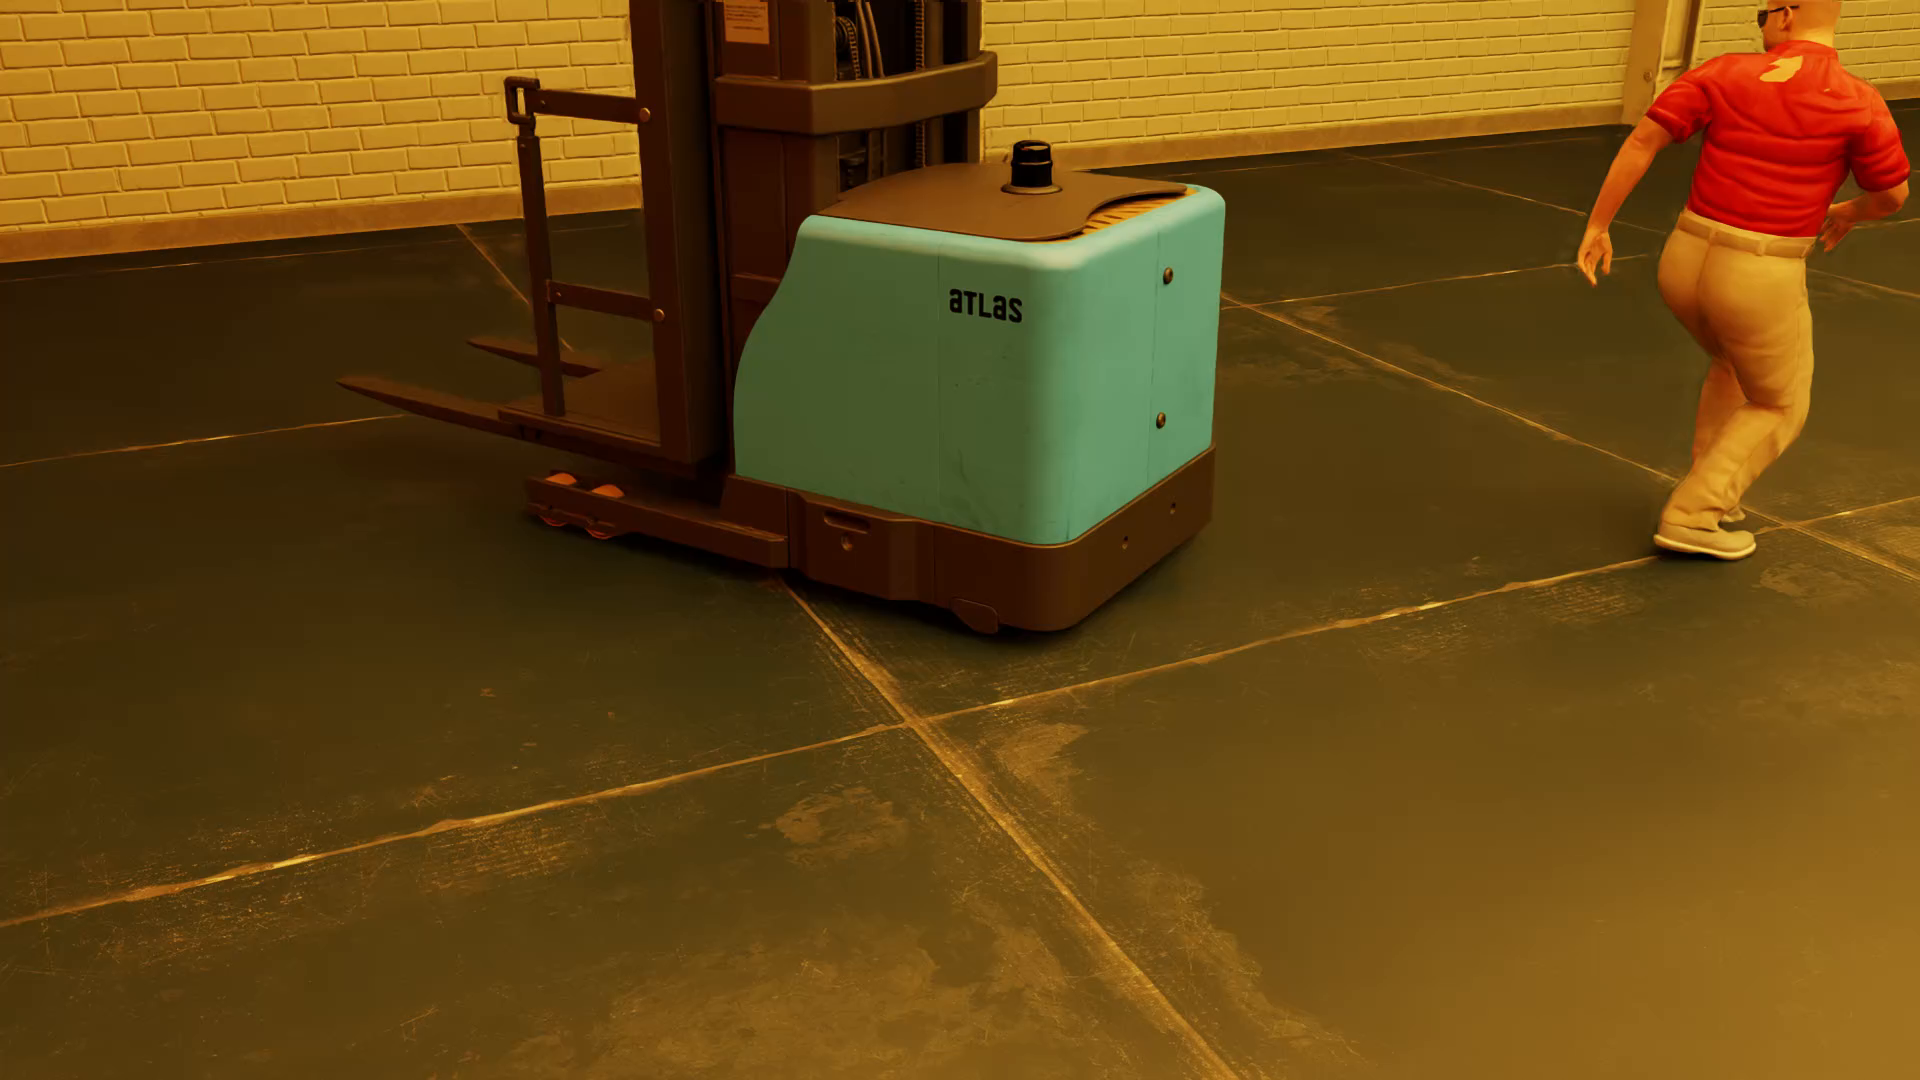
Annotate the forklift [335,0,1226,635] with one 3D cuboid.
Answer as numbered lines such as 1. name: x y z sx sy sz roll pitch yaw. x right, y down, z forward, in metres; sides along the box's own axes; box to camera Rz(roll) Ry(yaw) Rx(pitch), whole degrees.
1. forklift: -0.752 -1.511 4.923 3.031 2.935 1.130 14 26 29

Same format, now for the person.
1. person: 2.266 -0.730 4.791 0.798 1.739 0.631 -13 26 -28
